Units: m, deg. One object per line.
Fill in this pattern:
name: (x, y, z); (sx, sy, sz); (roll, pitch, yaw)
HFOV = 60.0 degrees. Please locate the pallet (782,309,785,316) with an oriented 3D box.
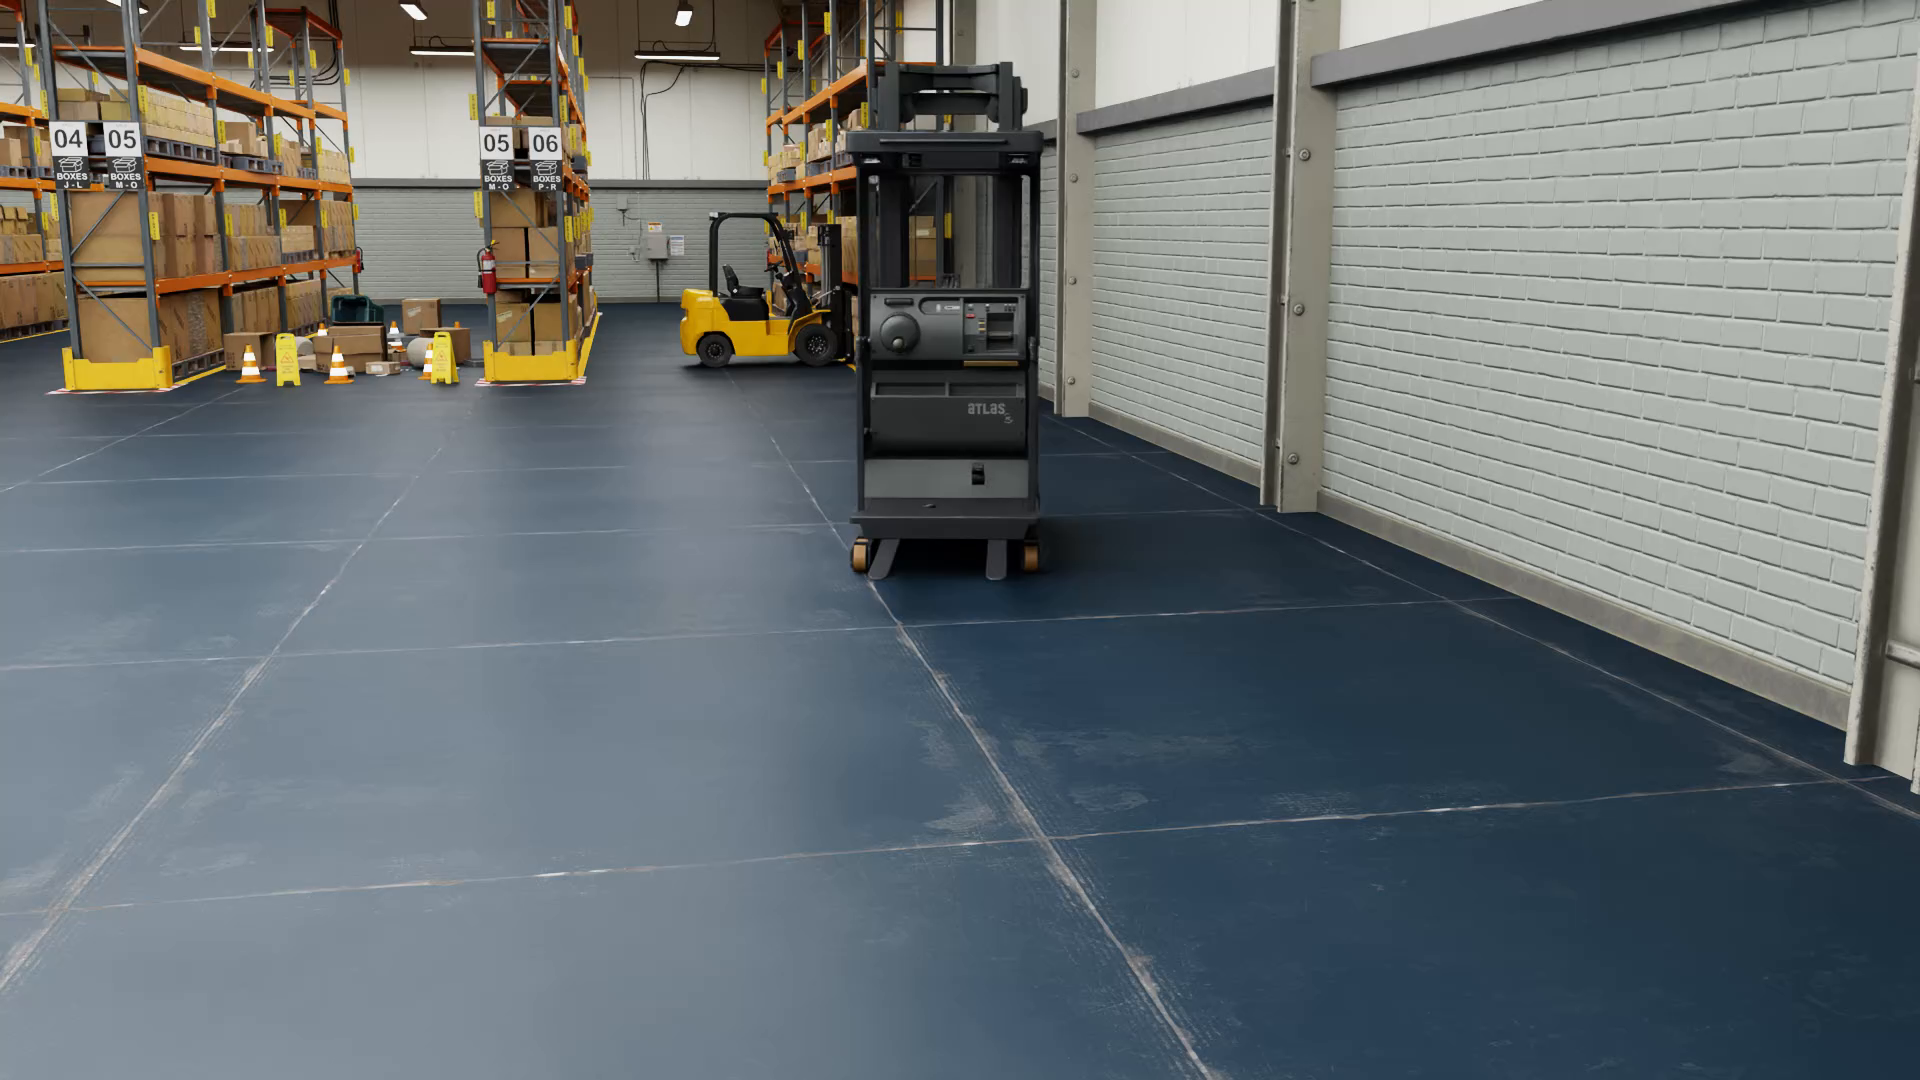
pallet: (-3.183, -4.704, 34.846); (1.003, 0.211, 1.213); (-2, 11, -11)

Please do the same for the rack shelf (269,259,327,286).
rack shelf: (-12.366, -4.848, 30.068); (1.077, 0.370, 4.000); (-2, 11, -11)

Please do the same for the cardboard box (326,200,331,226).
cardboard box: (-12.719, -6.441, 32.776); (0.500, 0.500, 0.500); (-2, 11, -13)

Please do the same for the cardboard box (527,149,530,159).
cardboard box: (-5.470, -5.033, 21.769); (0.380, 0.149, 0.250); (-2, 11, -13)

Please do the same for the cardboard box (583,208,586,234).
cardboard box: (-7.478, -6.139, 31.989); (0.500, 0.500, 0.500); (-2, 11, -10)

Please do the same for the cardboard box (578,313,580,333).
cardboard box: (-6.610, -3.443, 26.666); (0.950, 0.372, 0.625); (-1, 11, -7)

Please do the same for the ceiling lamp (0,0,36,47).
ceiling lamp: (-21.327, -12.358, 35.947); (2.000, 3.185, 0.800); (-2, 11, -11)

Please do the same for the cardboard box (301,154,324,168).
cardboard box: (-12.613, -7.311, 32.125); (0.500, 0.250, 0.500); (-2, 11, -9)

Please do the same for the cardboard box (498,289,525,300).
cardboard box: (-6.179, -3.357, 22.801); (0.380, 0.149, 0.250); (-2, 11, -10)

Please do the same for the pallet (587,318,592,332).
pallet: (-7.454, -4.034, 31.325); (1.003, 0.211, 1.213); (-2, 11, -11)

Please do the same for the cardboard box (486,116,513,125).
cardboard box: (-5.940, -5.359, 21.346); (0.380, 0.149, 0.250); (-2, 11, -10)

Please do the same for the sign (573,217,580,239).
sign: (-5.832, -4.746, 25.293); (0.100, 0.325, 0.005); (-2, 11, -11)

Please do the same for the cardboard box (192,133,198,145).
cardboard box: (-10.616, -5.465, 22.646); (0.380, 0.149, 0.250); (-2, 11, -10)

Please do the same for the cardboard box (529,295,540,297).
cardboard box: (-6.397, -3.308, 24.277); (0.500, 0.500, 0.500); (-2, 11, -9)

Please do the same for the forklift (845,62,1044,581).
forklift: (-0.073, -1.304, 9.711); (1.130, 2.935, 3.031); (0, 11, 2)

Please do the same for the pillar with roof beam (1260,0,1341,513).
pillar with roof beam: (-1.857, -4.497, 10.257); (9.100, 9.000, 0.400); (-2, 11, -11)

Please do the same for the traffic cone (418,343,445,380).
traffic cone: (-6.934, -2.351, 21.813); (0.336, 0.463, 0.334); (-2, 11, -11)

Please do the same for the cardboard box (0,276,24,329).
cardboard box: (-17.141, -4.126, 28.912); (1.225, 0.875, 0.875); (-2, 11, -11)

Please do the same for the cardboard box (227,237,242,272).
cardboard box: (-11.037, -4.256, 24.768); (0.500, 0.500, 0.500); (-2, 11, -10)

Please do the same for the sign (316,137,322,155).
sign: (-12.211, -7.510, 31.672); (0.100, 0.325, 0.005); (-2, 11, -11)

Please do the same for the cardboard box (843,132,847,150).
cardboard box: (-1.504, -5.860, 24.410); (0.396, 0.266, 0.258); (-2, 11, -12)

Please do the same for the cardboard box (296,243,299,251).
cardboard box: (-12.175, -5.298, 30.056); (0.380, 0.149, 0.250); (-2, 11, -13)

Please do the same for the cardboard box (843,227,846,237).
cardboard box: (-1.536, -4.590, 24.787); (0.380, 0.149, 0.250); (-2, 11, -12)

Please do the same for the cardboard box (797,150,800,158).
cardboard box: (-2.831, -7.200, 31.020); (0.380, 0.149, 0.250); (-2, 11, -12)

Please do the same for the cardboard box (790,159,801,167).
cardboard box: (-3.058, -7.203, 31.778); (0.380, 0.149, 0.250); (-2, 11, -10)

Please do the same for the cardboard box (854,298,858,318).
cardboard box: (-1.217, -3.260, 23.360); (0.500, 0.250, 0.500); (-2, 11, -10)

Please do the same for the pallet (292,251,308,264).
pallet: (-12.402, -5.102, 29.992); (1.003, 0.211, 1.213); (-2, 11, -11)

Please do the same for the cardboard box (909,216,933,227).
cardboard box: (-0.572, -4.330, 22.627); (0.380, 0.149, 0.250); (-2, 11, -12)

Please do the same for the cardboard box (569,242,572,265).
cardboard box: (-5.509, -3.953, 22.379); (0.500, 0.500, 0.500); (-2, 11, -9)

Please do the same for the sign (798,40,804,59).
sign: (-2.803, -8.638, 29.300); (0.100, 0.325, 0.005); (-2, 11, -11)

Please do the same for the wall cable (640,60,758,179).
wall cable: (-6.601, -10.620, 42.326); (2.988, 3.039, 0.133); (-2, 11, -11)

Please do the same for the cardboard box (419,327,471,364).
cardboard box: (-7.489, -2.827, 24.204); (0.500, 0.500, 0.500); (6, 12, 28)

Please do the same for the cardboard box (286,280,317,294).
cardboard box: (-12.275, -4.693, 30.885); (0.500, 0.250, 0.500); (-2, 11, -8)

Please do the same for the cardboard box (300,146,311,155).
cardboard box: (-12.574, -7.472, 31.905); (0.380, 0.149, 0.250); (-2, 11, -12)

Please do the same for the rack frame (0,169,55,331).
rack frame: (-17.639, -5.406, 31.078); (1.000, 3.000, 0.127); (-2, 11, -11)

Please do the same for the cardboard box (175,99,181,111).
cardboard box: (-10.469, -5.717, 21.839); (0.380, 0.149, 0.250); (-2, 11, -10)

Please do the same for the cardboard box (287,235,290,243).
cardboard box: (-12.033, -5.304, 29.295); (0.380, 0.149, 0.250); (-2, 11, -11)

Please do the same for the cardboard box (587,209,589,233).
cardboard box: (-8.050, -6.683, 34.844); (0.500, 0.500, 0.500); (-2, 11, -11)

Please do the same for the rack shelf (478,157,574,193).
rack shelf: (-5.974, -5.053, 23.122); (1.077, 0.370, 4.000); (-2, 11, -11)

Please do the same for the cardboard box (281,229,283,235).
cardboard box: (-11.931, -5.351, 28.743); (0.380, 0.149, 0.250); (-2, 11, -13)

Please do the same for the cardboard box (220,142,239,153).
cardboard box: (-11.216, -5.973, 25.314); (0.380, 0.149, 0.250); (-2, 11, -11)

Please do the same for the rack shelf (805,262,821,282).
rack shelf: (-1.884, -4.494, 28.209); (1.077, 0.370, 4.000); (-2, 11, -11)

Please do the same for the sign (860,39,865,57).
sign: (-1.729, -8.719, 29.516); (0.100, 0.325, 0.005); (-2, 11, -11)

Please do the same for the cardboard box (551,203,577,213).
cardboard box: (-6.107, -5.119, 25.646); (0.380, 0.149, 0.250); (-2, 11, -11)

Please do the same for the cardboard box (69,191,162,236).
cardboard box: (-10.455, -4.041, 20.615); (0.875, 0.550, 0.550); (-2, 11, -11)

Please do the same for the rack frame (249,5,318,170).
rack frame: (-12.755, -8.515, 31.367); (1.000, 3.000, 0.127); (-2, 11, -11)

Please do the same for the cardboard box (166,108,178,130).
cardboard box: (-10.461, -5.452, 21.511); (0.500, 0.250, 0.500); (-2, 11, -11)

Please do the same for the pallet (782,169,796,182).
pallet: (-2.788, -7.017, 32.020); (1.213, 0.211, 1.003); (-2, 11, -11)

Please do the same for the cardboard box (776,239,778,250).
cardboard box: (-3.684, -6.383, 35.813); (0.500, 0.250, 0.500); (-2, 11, -13)

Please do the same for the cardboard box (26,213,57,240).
cardboard box: (-17.482, -5.944, 31.505); (0.500, 0.500, 0.500); (-2, 11, -11)

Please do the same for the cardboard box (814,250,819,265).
cardboard box: (-2.226, -4.864, 28.628); (0.500, 0.250, 0.500); (-2, 11, -13)

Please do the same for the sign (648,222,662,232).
sign: (-7.822, -8.025, 42.627); (0.339, 0.242, 0.001); (-2, 11, -11)
